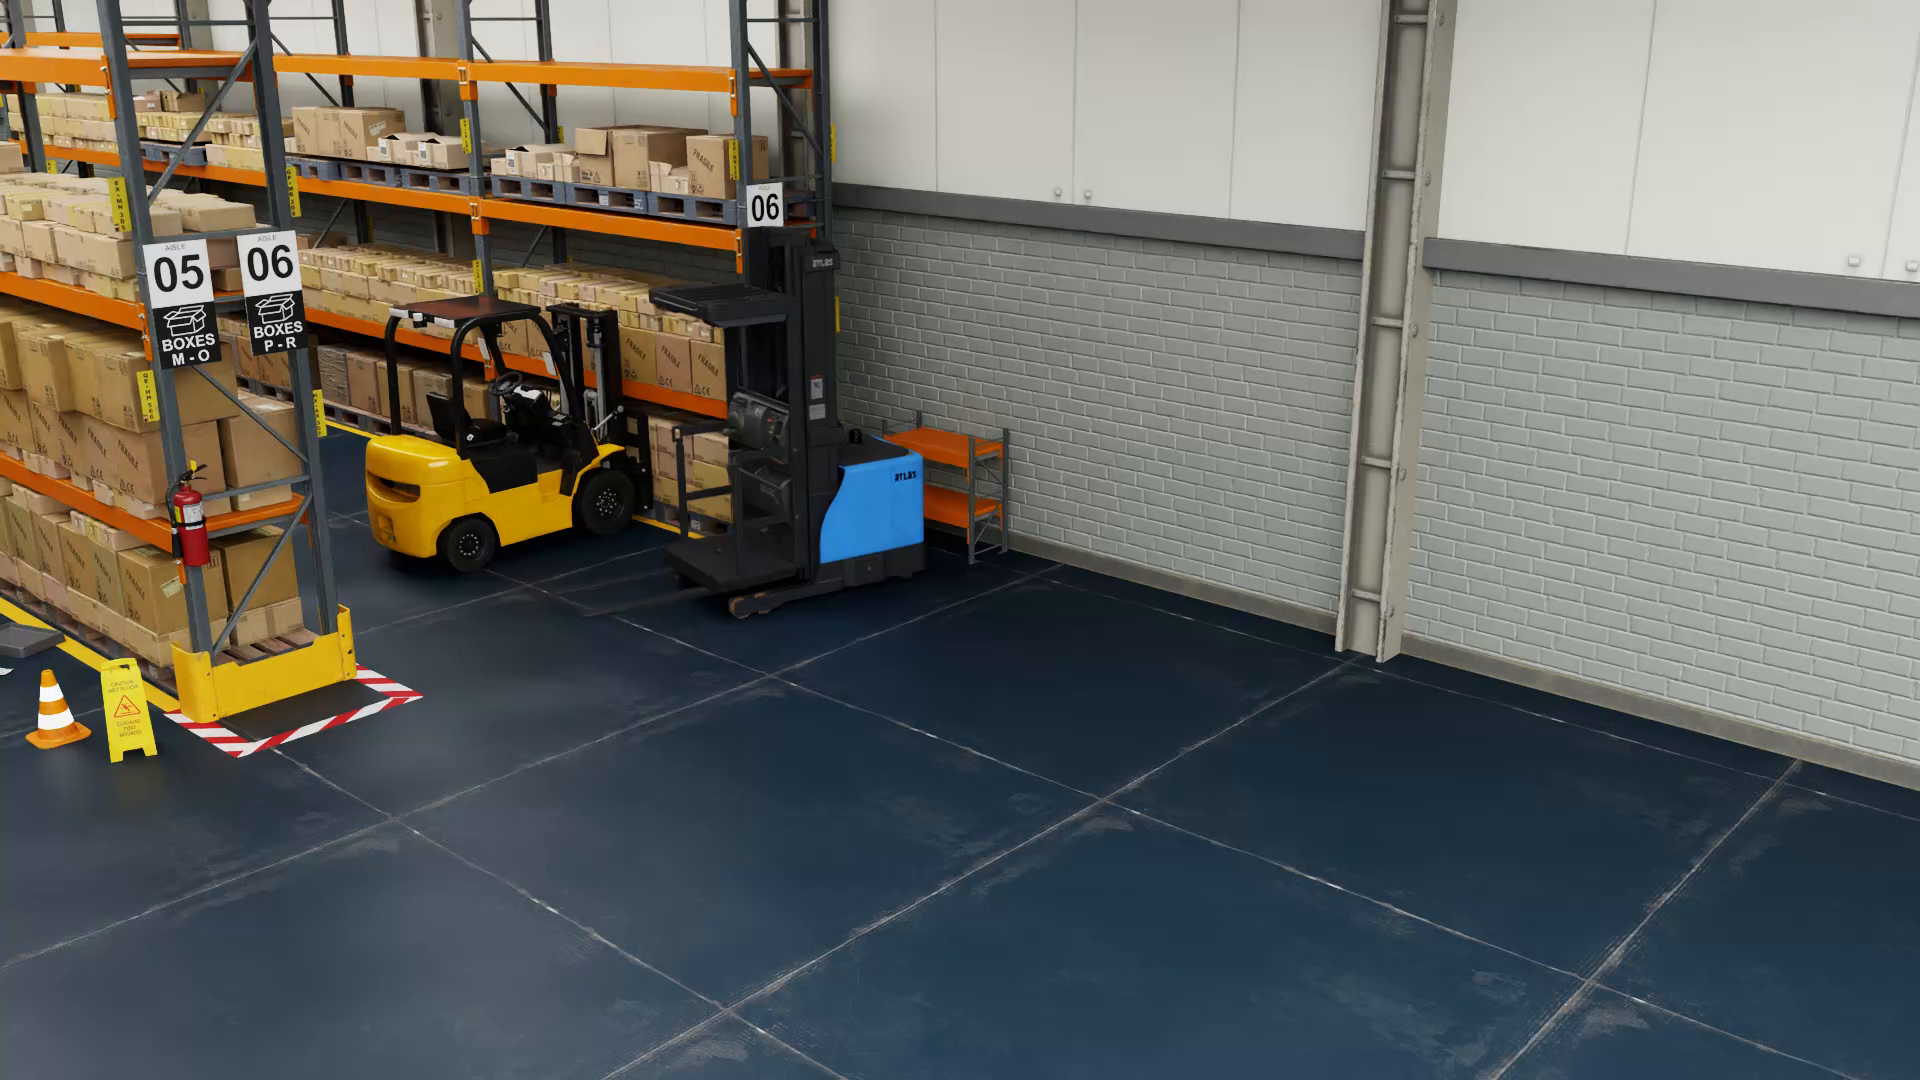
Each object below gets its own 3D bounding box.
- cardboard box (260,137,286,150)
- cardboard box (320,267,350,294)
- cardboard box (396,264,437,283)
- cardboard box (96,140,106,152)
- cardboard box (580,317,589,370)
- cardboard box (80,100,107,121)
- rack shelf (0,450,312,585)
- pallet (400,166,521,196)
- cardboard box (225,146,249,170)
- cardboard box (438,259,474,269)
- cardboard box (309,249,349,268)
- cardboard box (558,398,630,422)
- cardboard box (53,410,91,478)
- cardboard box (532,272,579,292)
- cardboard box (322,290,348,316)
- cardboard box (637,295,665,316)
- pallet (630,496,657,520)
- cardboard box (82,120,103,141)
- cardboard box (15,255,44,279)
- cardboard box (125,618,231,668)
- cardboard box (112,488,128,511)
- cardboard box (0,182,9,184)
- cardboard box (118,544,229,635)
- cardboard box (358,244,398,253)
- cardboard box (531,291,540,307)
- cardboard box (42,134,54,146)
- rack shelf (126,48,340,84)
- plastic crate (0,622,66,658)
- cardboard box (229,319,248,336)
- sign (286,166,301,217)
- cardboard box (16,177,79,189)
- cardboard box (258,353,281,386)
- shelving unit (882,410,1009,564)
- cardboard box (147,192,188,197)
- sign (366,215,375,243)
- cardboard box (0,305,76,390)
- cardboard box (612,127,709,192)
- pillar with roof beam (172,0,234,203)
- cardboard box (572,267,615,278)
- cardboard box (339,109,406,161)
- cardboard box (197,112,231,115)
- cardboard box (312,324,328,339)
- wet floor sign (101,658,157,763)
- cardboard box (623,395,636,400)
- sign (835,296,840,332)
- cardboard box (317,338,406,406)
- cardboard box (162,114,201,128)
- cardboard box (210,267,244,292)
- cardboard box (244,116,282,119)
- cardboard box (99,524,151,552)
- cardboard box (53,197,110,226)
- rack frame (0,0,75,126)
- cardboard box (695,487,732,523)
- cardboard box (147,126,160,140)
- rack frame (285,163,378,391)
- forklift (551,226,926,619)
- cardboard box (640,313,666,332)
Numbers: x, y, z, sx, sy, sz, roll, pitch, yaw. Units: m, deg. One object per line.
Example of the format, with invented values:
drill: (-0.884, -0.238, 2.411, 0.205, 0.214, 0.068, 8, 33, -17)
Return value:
cardboard box: (-7.908, -4.631, 19.374, 0.250, 0.149, 0.380, 16, 23, 40)
cardboard box: (-6.940, -2.987, 18.987, 0.500, 0.250, 0.500, 16, 24, 41)
cardboard box: (-5.870, -2.888, 18.014, 0.250, 0.149, 0.380, 15, 23, 40)
cardboard box: (-11.316, -5.290, 22.278, 0.250, 0.149, 0.380, 16, 24, 41)
cardboard box: (-3.553, -1.960, 16.163, 0.500, 0.500, 0.500, 15, 23, 39)
cardboard box: (-11.398, -5.754, 22.254, 0.500, 0.250, 0.500, 15, 23, 38)
rack shelf: (-6.288, -0.394, 12.584, 4.000, 0.370, 1.077, 15, 23, 39)
pallet: (-5.160, -3.775, 17.406, 1.217, 0.209, 0.805, 14, 22, 37)
cardboard box: (-8.405, -4.573, 19.851, 0.500, 0.250, 0.500, 15, 23, 39)
cardboard box: (-5.531, -3.006, 18.388, 0.250, 0.149, 0.380, 15, 23, 39)
cardboard box: (-7.240, -3.239, 19.120, 0.250, 0.149, 0.380, 16, 23, 40)
cardboard box: (-3.582, -1.258, 16.316, 0.500, 0.250, 0.500, 16, 24, 41)
cardboard box: (-6.124, -0.774, 11.936, 0.500, 0.500, 0.500, 15, 23, 39)
cardboard box: (-3.998, -2.549, 16.455, 0.250, 0.149, 0.380, 14, 23, 38)
cardboard box: (-6.941, -2.748, 19.059, 0.500, 0.250, 0.500, 14, 23, 38)
cardboard box: (-2.732, -2.165, 15.246, 0.250, 0.149, 0.380, 16, 23, 41)
pallet: (-3.008, -0.519, 16.399, 1.213, 0.211, 1.003, 15, 23, 39)
cardboard box: (-11.398, -5.511, 22.315, 0.500, 0.250, 0.500, 14, 22, 37)
cardboard box: (-6.423, -1.952, 11.761, 0.250, 0.149, 0.380, 15, 23, 39)
cardboard box: (-5.593, 0.669, 11.897, 0.500, 0.250, 0.500, 15, 23, 39)
cardboard box: (-5.654, -0.325, 11.591, 0.250, 0.149, 0.380, 15, 23, 38)
cardboard box: (-7.359, -2.591, 12.455, 0.250, 0.149, 0.380, 14, 22, 38)
cardboard box: (-5.564, 0.316, 11.770, 0.500, 0.500, 0.500, 15, 23, 40)
cardboard box: (-6.836, -3.376, 19.552, 0.250, 0.149, 0.380, 16, 23, 41)
cardboard box: (-4.020, -2.398, 16.472, 0.250, 0.149, 0.380, 15, 23, 39)
cardboard box: (-12.670, -5.639, 23.378, 0.250, 0.149, 0.380, 15, 23, 39)
rack shelf: (-8.979, -5.793, 20.340, 4.000, 0.370, 1.077, 15, 23, 39)
plastic crate: (-7.153, 0.754, 12.605, 0.583, 0.080, 0.402, 7, 19, 21)
cardboard box: (-8.994, -2.698, 21.020, 0.250, 0.149, 0.380, 14, 22, 37)
sign: (-4.432, -2.305, 11.011, 0.005, 0.325, 0.100, 15, 23, 39)
cardboard box: (-7.021, -2.707, 12.821, 0.250, 0.149, 0.380, 16, 23, 41)
cardboard box: (-8.310, -2.213, 20.566, 0.500, 0.500, 0.500, 15, 23, 38)
shelving unit: (-0.135, -0.485, 14.779, 1.048, 1.125, 0.538, 15, 23, 39)
cardboard box: (-5.654, -2.350, 11.695, 0.250, 0.149, 0.380, 15, 23, 39)
sign: (-7.117, -3.744, 20.035, 0.005, 0.325, 0.100, 15, 23, 39)
cardboard box: (-6.873, -1.453, 12.421, 0.500, 0.500, 0.700, 14, 23, 38)
cardboard box: (-2.692, -3.447, 15.029, 0.500, 0.500, 0.700, 15, 23, 40)
pillar with roof beam: (-13.255, -6.098, 19.450, 0.400, 9.000, 9.100, 15, 23, 39)
cardboard box: (-3.685, -2.655, 16.791, 0.250, 0.149, 0.380, 15, 23, 39)
cardboard box: (-6.342, -4.386, 17.989, 0.500, 0.500, 0.500, 16, 23, 41)
cardboard box: (-9.405, -5.327, 21.042, 0.250, 0.149, 0.380, 14, 22, 38)
cardboard box: (-7.847, -2.618, 20.768, 0.250, 0.149, 0.380, 16, 24, 41)
wet floor sign: (-5.360, 1.067, 10.683, 0.267, 0.644, 0.232, -9, 20, -27)
cardboard box: (-3.237, -1.371, 16.670, 0.500, 0.250, 0.500, 15, 23, 40)
sign: (-1.127, -2.034, 15.000, 0.005, 0.325, 0.100, 15, 23, 39)
cardboard box: (-7.026, -2.006, 19.704, 0.625, 0.625, 0.875, 16, 24, 41)
cardboard box: (-9.694, -5.227, 20.730, 0.250, 0.149, 0.380, 15, 23, 40)
cardboard box: (-4.824, -1.786, 11.236, 0.250, 0.149, 0.380, 15, 23, 39)
cardboard box: (-8.563, -5.133, 20.465, 0.250, 0.149, 0.380, 15, 23, 39)
cardboard box: (-5.883, -0.052, 11.856, 0.250, 0.149, 0.380, 16, 24, 41)
cardboard box: (-5.945, -2.248, 11.373, 0.250, 0.149, 0.380, 15, 23, 39)
rack frame: (-13.467, -7.531, 23.966, 0.127, 3.000, 1.000, 15, 23, 39)
cardboard box: (-2.061, -0.372, 15.176, 0.500, 0.250, 0.500, 15, 23, 40)
cardboard box: (-9.958, -5.118, 20.876, 0.250, 0.149, 0.380, 15, 23, 40)
rack frame: (-7.483, -3.066, 19.813, 0.127, 3.000, 1.000, 15, 23, 39)
forklift: (-1.792, -0.955, 13.277, 3.031, 2.935, 1.130, -12, 21, -33)
cardboard box: (-2.718, -2.028, 15.306, 0.250, 0.149, 0.380, 14, 22, 38)
